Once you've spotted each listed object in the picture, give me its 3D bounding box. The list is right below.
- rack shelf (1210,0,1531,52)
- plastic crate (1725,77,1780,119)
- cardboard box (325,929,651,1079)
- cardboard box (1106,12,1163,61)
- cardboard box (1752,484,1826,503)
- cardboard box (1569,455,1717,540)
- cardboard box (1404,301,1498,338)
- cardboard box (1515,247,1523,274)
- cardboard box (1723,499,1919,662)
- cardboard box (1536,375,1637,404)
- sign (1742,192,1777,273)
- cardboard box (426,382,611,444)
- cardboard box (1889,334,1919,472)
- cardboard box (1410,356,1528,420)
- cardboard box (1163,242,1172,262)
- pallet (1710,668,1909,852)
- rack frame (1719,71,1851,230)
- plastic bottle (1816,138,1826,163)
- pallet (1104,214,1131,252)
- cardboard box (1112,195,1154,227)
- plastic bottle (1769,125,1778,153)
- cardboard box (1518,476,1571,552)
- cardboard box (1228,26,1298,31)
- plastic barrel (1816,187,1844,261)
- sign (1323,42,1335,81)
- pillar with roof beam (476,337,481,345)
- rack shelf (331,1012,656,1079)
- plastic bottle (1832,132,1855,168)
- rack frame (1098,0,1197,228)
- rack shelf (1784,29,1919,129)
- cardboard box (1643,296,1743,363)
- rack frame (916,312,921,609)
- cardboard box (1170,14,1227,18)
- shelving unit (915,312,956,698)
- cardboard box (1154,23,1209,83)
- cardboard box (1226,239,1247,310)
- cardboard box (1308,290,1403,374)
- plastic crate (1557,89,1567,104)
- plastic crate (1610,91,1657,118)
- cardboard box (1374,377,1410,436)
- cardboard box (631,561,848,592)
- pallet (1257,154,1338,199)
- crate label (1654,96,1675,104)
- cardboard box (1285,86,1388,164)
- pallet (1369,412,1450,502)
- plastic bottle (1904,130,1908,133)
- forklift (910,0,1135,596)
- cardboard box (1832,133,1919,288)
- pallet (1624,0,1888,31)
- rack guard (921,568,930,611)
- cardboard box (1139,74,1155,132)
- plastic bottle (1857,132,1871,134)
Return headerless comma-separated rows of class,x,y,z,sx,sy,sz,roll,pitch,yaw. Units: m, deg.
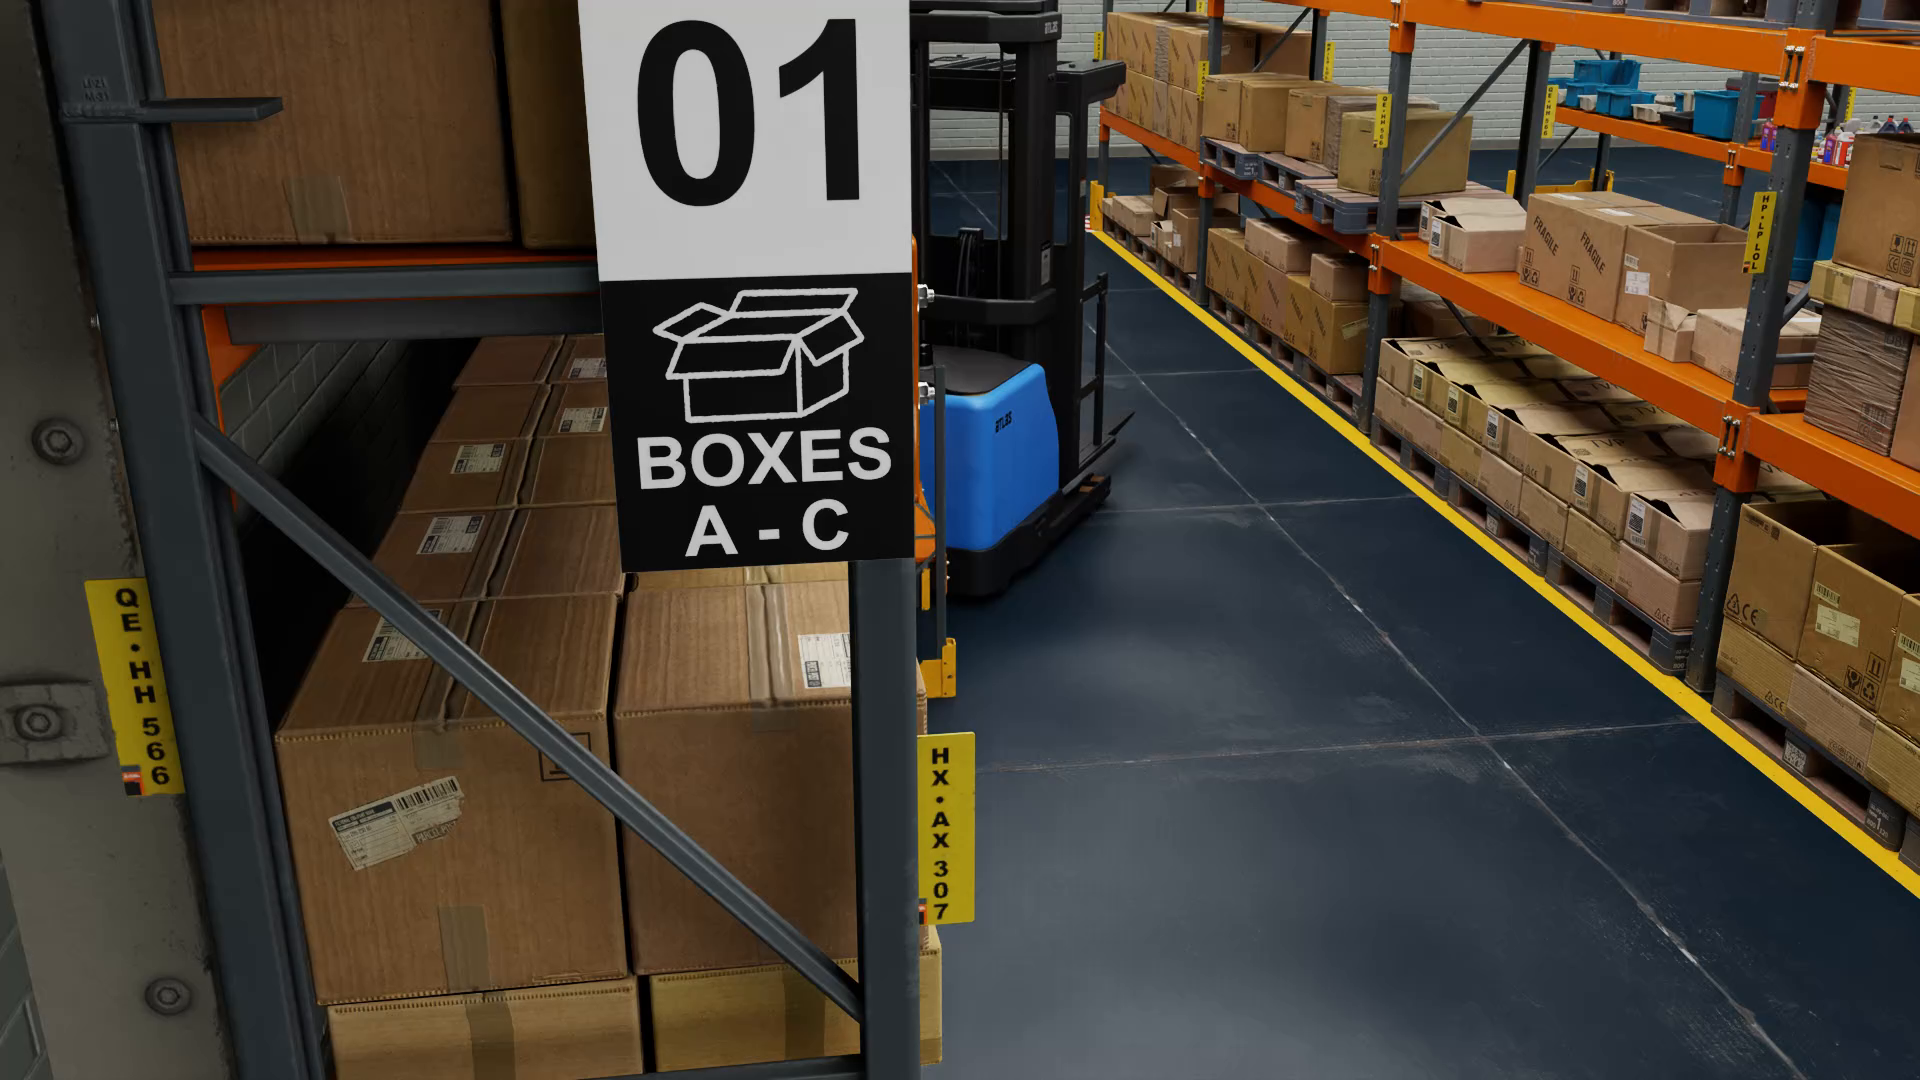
rack shelf,2.896,-3.909,12.135,1.077,0.370,4.000,-3,21,-8
plastic crate,7.629,-4.161,15.893,0.402,0.464,0.583,-3,21,-8
cardboard box,-0.824,0.782,3.022,0.500,0.250,0.500,-3,21,-7
cardboard box,1.834,-5.266,17.457,0.500,0.500,0.500,-2,21,-6
cardboard box,3.947,-0.090,7.698,0.500,0.311,0.500,-3,21,-8
cardboard box,3.337,-0.240,8.100,0.500,0.311,0.500,-2,21,-6
cardboard box,3.401,-1.355,11.501,0.500,0.500,0.500,-2,21,-5
cardboard box,3.423,-1.592,9.549,0.380,0.149,0.250,-1,21,-4
cardboard box,3.517,0.153,6.776,0.500,0.500,0.500,-3,21,-8
cardboard box,3.654,-0.796,9.588,0.500,0.311,0.500,-3,21,-8
sign,3.225,-1.238,6.701,0.100,0.325,0.005,-3,21,-8
cardboard box,-1.057,-0.098,4.305,0.500,0.500,0.500,-3,21,-7
cardboard box,3.913,-0.474,6.056,0.700,0.500,0.500,-3,21,-8
cardboard box,3.053,-0.942,9.979,0.500,0.311,0.500,-3,21,-9
cardboard box,2.131,-2.713,15.639,0.380,0.149,0.250,-3,21,-8
pallet,3.834,0.821,6.717,1.003,0.211,1.213,-3,21,-8
rack frame,7.509,-3.781,15.054,1.000,3.000,0.127,-3,21,-8
plastic bottle,7.270,-3.273,13.977,0.097,0.201,0.097,0,20,0
pallet,2.157,-3.309,17.775,1.003,0.211,1.213,-3,21,-8
cardboard box,1.900,-3.460,17.494,0.500,0.250,0.500,-3,21,-8
plastic bottle,7.159,-3.532,14.553,0.061,0.283,0.133,-3,21,-8
cardboard box,3.268,-0.153,8.668,0.500,0.250,0.500,-2,21,-7
cardboard box,2.743,-4.404,15.149,0.500,0.500,0.500,-4,21,-9
plastic barrel,7.673,-2.561,14.184,0.600,0.901,0.708,-3,21,-8
sign,3.156,-4.105,14.264,0.100,0.325,0.005,-3,21,-8
pillar with roof beam,1.874,-4.431,8.217,9.100,9.000,0.400,-3,21,-8
rack shelf,-0.853,0.518,4.572,1.077,0.370,4.000,-3,21,-8
plastic bottle,7.333,-3.223,13.736,0.152,0.276,0.135,-3,21,-8
rack frame,2.031,-4.918,18.096,1.000,3.000,0.127,-3,21,-8
rack shelf,4.049,-1.139,4.719,1.077,0.370,4.000,-3,21,-8
cardboard box,3.452,-0.995,7.786,0.396,0.266,0.258,-3,21,-9
rack frame,-0.444,-0.355,8.023,0.500,1.500,0.032,-3,21,-7
cardboard box,2.441,-5.118,17.060,0.500,0.500,0.500,-2,21,-6
shelving unit,-0.378,-0.182,7.559,0.587,1.500,1.083,-3,21,-7
cardboard box,2.129,-4.562,15.571,0.500,0.500,0.500,-3,21,-7
cardboard box,2.524,-2.204,13.774,0.500,0.500,0.500,-3,21,-7
cardboard box,2.817,-1.495,11.876,0.500,0.500,0.500,-2,21,-6
plastic crate,6.607,-4.854,18.215,0.250,0.136,0.298,-3,21,-8
plastic crate,6.876,-4.454,17.008,0.416,0.233,0.300,-3,21,-8
cardboard box,2.969,-0.860,10.563,0.500,0.250,0.500,-3,21,-8
cardboard box,-0.397,0.231,3.426,0.500,0.500,0.500,-3,21,-8
pallet,2.899,-2.731,12.516,1.003,0.211,1.213,-3,21,-8
crate label,7.321,-4.601,17.540,0.396,0.136,0.243,-3,21,-8
cardboard box,2.923,-3.168,12.668,0.700,0.500,0.500,-8,22,-21
pallet,3.264,-0.555,10.400,1.003,0.211,1.213,-3,21,-8
plastic bottle,7.891,-3.287,13.914,0.097,0.271,0.097,0,20,0
forklift,0.242,-1.574,9.240,1.130,2.935,3.031,8,22,21
cardboard box,3.831,-1.264,6.317,0.700,0.500,0.500,-3,21,-7
pallet,3.620,-2.383,7.297,0.805,0.209,1.217,-4,21,-10
rack guard,-0.444,0.231,8.240,0.587,0.250,0.087,-3,21,-7
cardboard box,2.053,-4.272,16.225,0.500,0.500,0.500,-3,21,-7
plastic bottle,7.483,-3.231,13.757,0.152,0.276,0.135,-3,21,-8
